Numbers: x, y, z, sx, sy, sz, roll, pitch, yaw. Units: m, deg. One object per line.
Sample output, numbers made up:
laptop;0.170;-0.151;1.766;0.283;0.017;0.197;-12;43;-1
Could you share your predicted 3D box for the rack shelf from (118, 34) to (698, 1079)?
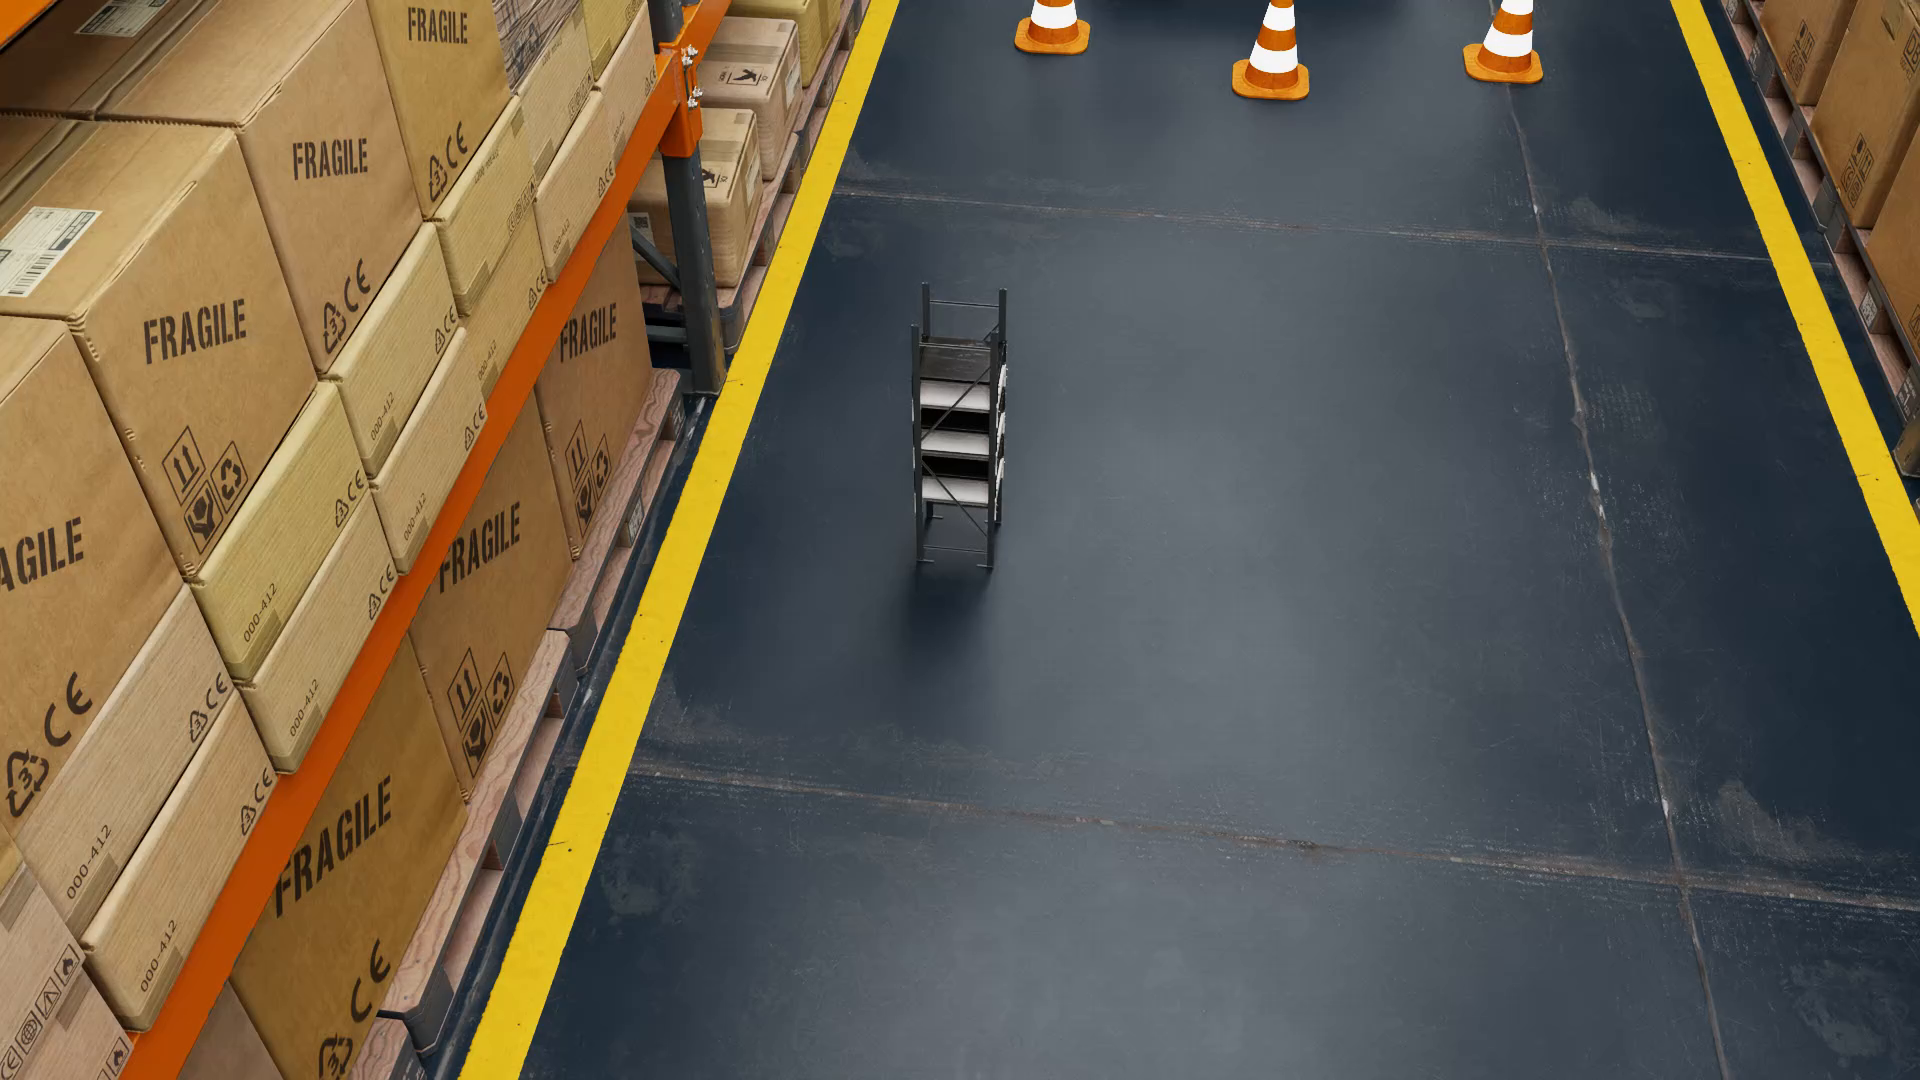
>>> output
rack shelf;-1.588;-0.046;3.640;1.077;0.370;4.000;5;44;6

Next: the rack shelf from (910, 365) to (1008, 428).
rack shelf;-0.001;-0.428;4.834;0.258;0.077;0.200;5;44;6

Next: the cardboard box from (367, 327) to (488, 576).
cardboard box;-1.306;-0.206;3.395;0.500;0.250;0.500;5;44;5

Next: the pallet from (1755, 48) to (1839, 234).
pallet;3.939;-1.636;6.824;1.003;0.211;1.213;5;44;6

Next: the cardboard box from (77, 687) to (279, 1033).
cardboard box;-1.465;0.482;2.668;0.500;0.250;0.500;4;44;4

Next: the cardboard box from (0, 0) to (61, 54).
cardboard box;-1.841;-0.722;3.030;0.500;0.500;0.500;6;44;6

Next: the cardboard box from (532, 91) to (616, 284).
cardboard box;-1.185;-0.897;4.125;0.500;0.250;0.500;6;44;6

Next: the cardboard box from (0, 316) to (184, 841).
cardboard box;-1.469;0.034;2.233;0.500;0.500;0.500;5;44;5

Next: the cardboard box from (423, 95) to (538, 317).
cardboard box;-1.247;-0.743;3.599;0.500;0.250;0.500;4;44;4

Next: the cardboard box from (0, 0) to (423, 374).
cardboard box;-1.338;-0.661;2.966;0.500;0.500;0.500;5;44;5

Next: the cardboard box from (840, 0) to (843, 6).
cardboard box;-0.953;-2.746;7.574;0.950;0.372;0.625;8;44;8

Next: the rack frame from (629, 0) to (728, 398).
rack frame;-1.323;-1.670;4.832;1.000;3.000;0.127;5;44;6

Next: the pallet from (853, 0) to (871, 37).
pallet;-0.896;-2.853;8.109;1.003;0.211;1.213;5;44;6

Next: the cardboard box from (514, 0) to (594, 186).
cardboard box;-1.199;-1.094;3.969;0.500;0.250;0.500;4;44;4

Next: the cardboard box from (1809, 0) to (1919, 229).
cardboard box;3.879;-1.627;6.118;1.050;0.750;0.750;6;44;6

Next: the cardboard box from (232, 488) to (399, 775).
cardboard box;-1.382;0.134;3.036;0.500;0.250;0.500;5;44;5

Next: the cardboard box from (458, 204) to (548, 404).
cardboard box;-1.267;-0.556;3.764;0.500;0.250;0.500;5;44;5

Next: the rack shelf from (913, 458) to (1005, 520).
rack shelf;-0.001;-0.166;5.081;0.258;0.077;0.200;5;44;6

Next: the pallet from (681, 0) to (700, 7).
pallet;-1.335;-2.095;5.421;1.213;0.211;1.003;5;44;6

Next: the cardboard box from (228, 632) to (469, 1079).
cardboard box;-1.738;0.629;3.644;0.875;0.875;0.875;6;44;7

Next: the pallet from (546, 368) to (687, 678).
pallet;-1.502;-0.127;5.230;1.003;0.211;1.213;5;44;6

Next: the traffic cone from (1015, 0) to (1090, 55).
traffic cone;0.429;-2.502;7.556;0.336;0.463;0.334;5;44;6

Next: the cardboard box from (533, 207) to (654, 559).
cardboard box;-1.497;-0.588;4.929;0.875;0.875;0.875;5;44;5

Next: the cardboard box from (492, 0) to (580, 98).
cardboard box;-1.192;-1.343;3.686;0.500;0.500;0.500;6;44;6

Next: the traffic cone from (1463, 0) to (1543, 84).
traffic cone;2.452;-2.317;7.360;0.336;0.463;0.334;5;44;6

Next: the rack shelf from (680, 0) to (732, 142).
rack shelf;-1.059;-2.772;6.519;1.077;0.370;4.000;5;44;6

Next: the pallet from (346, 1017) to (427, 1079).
pallet;-1.825;1.536;3.474;1.003;0.211;1.213;5;44;6

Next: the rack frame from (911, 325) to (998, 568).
rack frame;-0.015;-0.252;4.862;0.240;0.900;0.006;5;44;6

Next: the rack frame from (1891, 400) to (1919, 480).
rack frame;3.597;-1.289;4.429;1.000;3.000;0.127;5;44;6

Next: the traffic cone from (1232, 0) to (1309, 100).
traffic cone;1.382;-2.214;7.251;0.336;0.463;0.334;5;44;6

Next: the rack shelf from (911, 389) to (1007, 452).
rack shelf;-0.001;-0.362;4.896;0.258;0.077;0.200;5;44;6

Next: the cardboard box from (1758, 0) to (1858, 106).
cardboard box;4.001;-2.262;6.788;1.050;0.750;0.750;5;44;6

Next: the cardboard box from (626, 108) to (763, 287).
cardboard box;-1.239;-1.252;5.997;0.950;0.372;0.625;3;43;3

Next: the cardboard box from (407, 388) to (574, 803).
cardboard box;-1.619;0.020;4.287;0.875;0.875;0.875;6;44;6

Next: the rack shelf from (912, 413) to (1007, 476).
rack shelf;-0.001;-0.297;4.958;0.258;0.077;0.200;5;44;6

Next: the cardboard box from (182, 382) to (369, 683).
cardboard box;-1.380;-0.044;2.861;0.500;0.250;0.500;6;44;6

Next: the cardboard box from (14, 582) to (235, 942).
cardboard box;-1.473;0.297;2.500;0.500;0.250;0.500;6;44;6

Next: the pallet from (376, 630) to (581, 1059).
pallet;-1.666;0.702;4.355;1.003;0.211;1.213;5;44;6

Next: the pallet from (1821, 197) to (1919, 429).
pallet;3.776;-0.807;5.948;1.003;0.211;1.213;5;44;6

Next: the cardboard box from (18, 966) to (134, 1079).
cardboard box;-1.532;0.835;2.296;0.500;0.250;0.500;4;44;5

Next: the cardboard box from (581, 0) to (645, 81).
cardboard box;-1.135;-1.444;4.338;0.500;0.250;0.500;5;44;5

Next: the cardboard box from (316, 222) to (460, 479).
cardboard box;-1.315;-0.389;3.225;0.500;0.250;0.500;4;44;4

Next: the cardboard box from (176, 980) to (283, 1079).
cardboard box;-1.849;1.246;2.993;0.875;0.875;0.875;6;44;7

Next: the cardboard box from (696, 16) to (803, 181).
cardboard box;-1.149;-1.756;6.529;0.950;0.372;0.625;4;44;5

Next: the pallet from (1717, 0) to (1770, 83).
pallet;4.098;-2.469;7.705;1.003;0.211;1.213;5;44;6

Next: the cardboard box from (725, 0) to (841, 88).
cardboard box;-1.043;-2.272;7.074;0.950;0.372;0.625;7;44;7

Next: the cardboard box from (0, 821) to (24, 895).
cardboard box;-1.509;0.383;1.864;0.500;0.500;0.500;6;44;6

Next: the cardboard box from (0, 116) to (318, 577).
cardboard box;-1.400;-0.308;2.593;0.500;0.500;0.500;4;44;4

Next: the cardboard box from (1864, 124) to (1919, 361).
cardboard box;3.766;-1.031;5.488;1.050;0.750;0.750;5;44;5

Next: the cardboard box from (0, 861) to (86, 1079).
cardboard box;-1.514;0.655;2.122;0.500;0.250;0.500;4;44;4

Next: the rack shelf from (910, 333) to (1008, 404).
rack shelf;-0.001;-0.493;4.772;0.258;0.077;0.200;5;44;6

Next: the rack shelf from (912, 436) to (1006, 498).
rack shelf;-0.001;-0.232;5.020;0.258;0.077;0.200;5;44;6

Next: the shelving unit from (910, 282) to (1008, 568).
shelving unit;-0.001;-0.321;4.935;0.258;0.900;0.210;5;44;6

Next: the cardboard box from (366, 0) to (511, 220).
cardboard box;-1.264;-1.005;3.330;0.500;0.500;0.500;5;44;6

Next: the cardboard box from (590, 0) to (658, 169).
cardboard box;-1.133;-1.247;4.494;0.500;0.250;0.500;4;44;4

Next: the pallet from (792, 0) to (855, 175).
pallet;-1.055;-2.019;7.228;1.003;0.211;1.213;5;44;6

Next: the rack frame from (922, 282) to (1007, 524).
rack frame;0.012;-0.391;5.008;0.240;0.900;0.006;5;44;6

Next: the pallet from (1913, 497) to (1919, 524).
pallet;3.492;0.256;4.826;1.003;0.211;1.213;5;44;6

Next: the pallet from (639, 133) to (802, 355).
pallet;-1.218;-1.190;6.353;1.003;0.211;1.213;5;44;6
